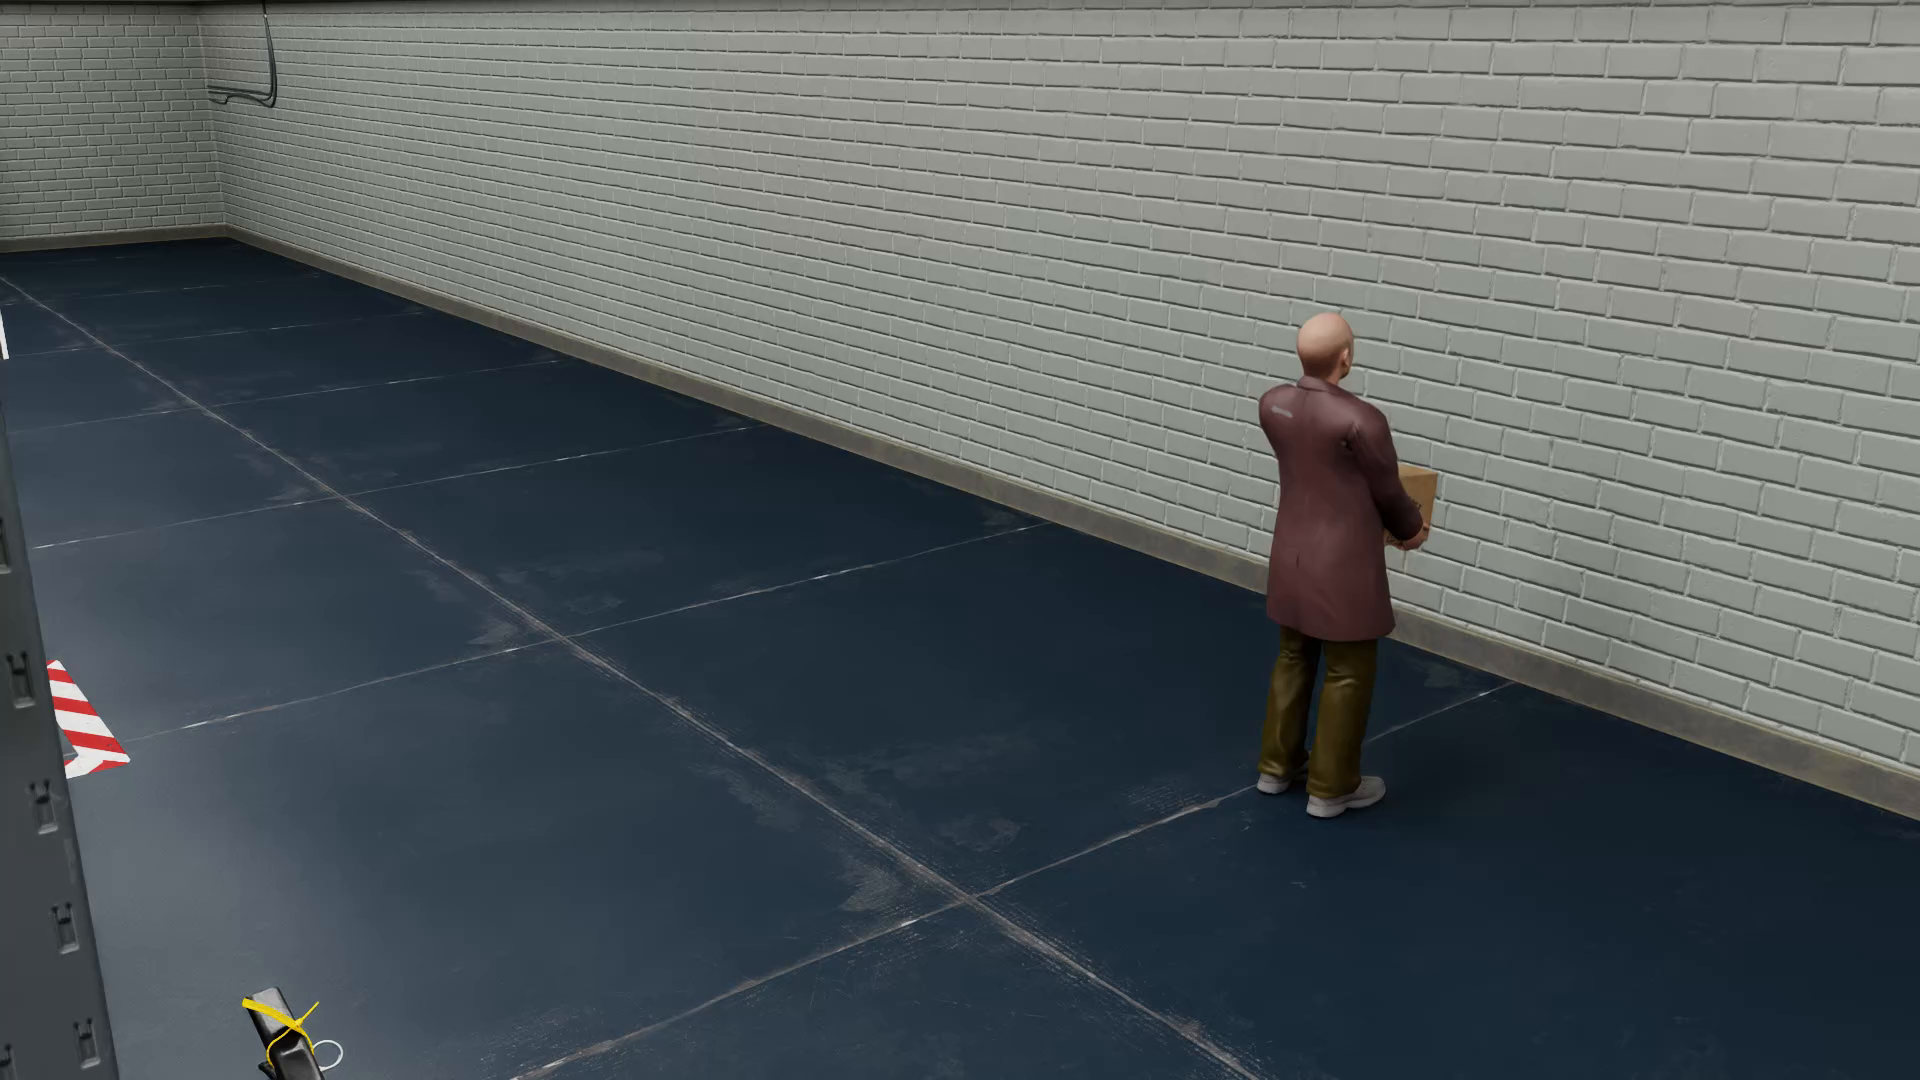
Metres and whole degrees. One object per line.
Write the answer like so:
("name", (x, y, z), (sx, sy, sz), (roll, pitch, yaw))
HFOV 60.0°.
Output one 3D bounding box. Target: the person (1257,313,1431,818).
("person", (1.362, 0.064, 5.880), (0.558, 1.773, 0.529), (-13, 22, -35))
